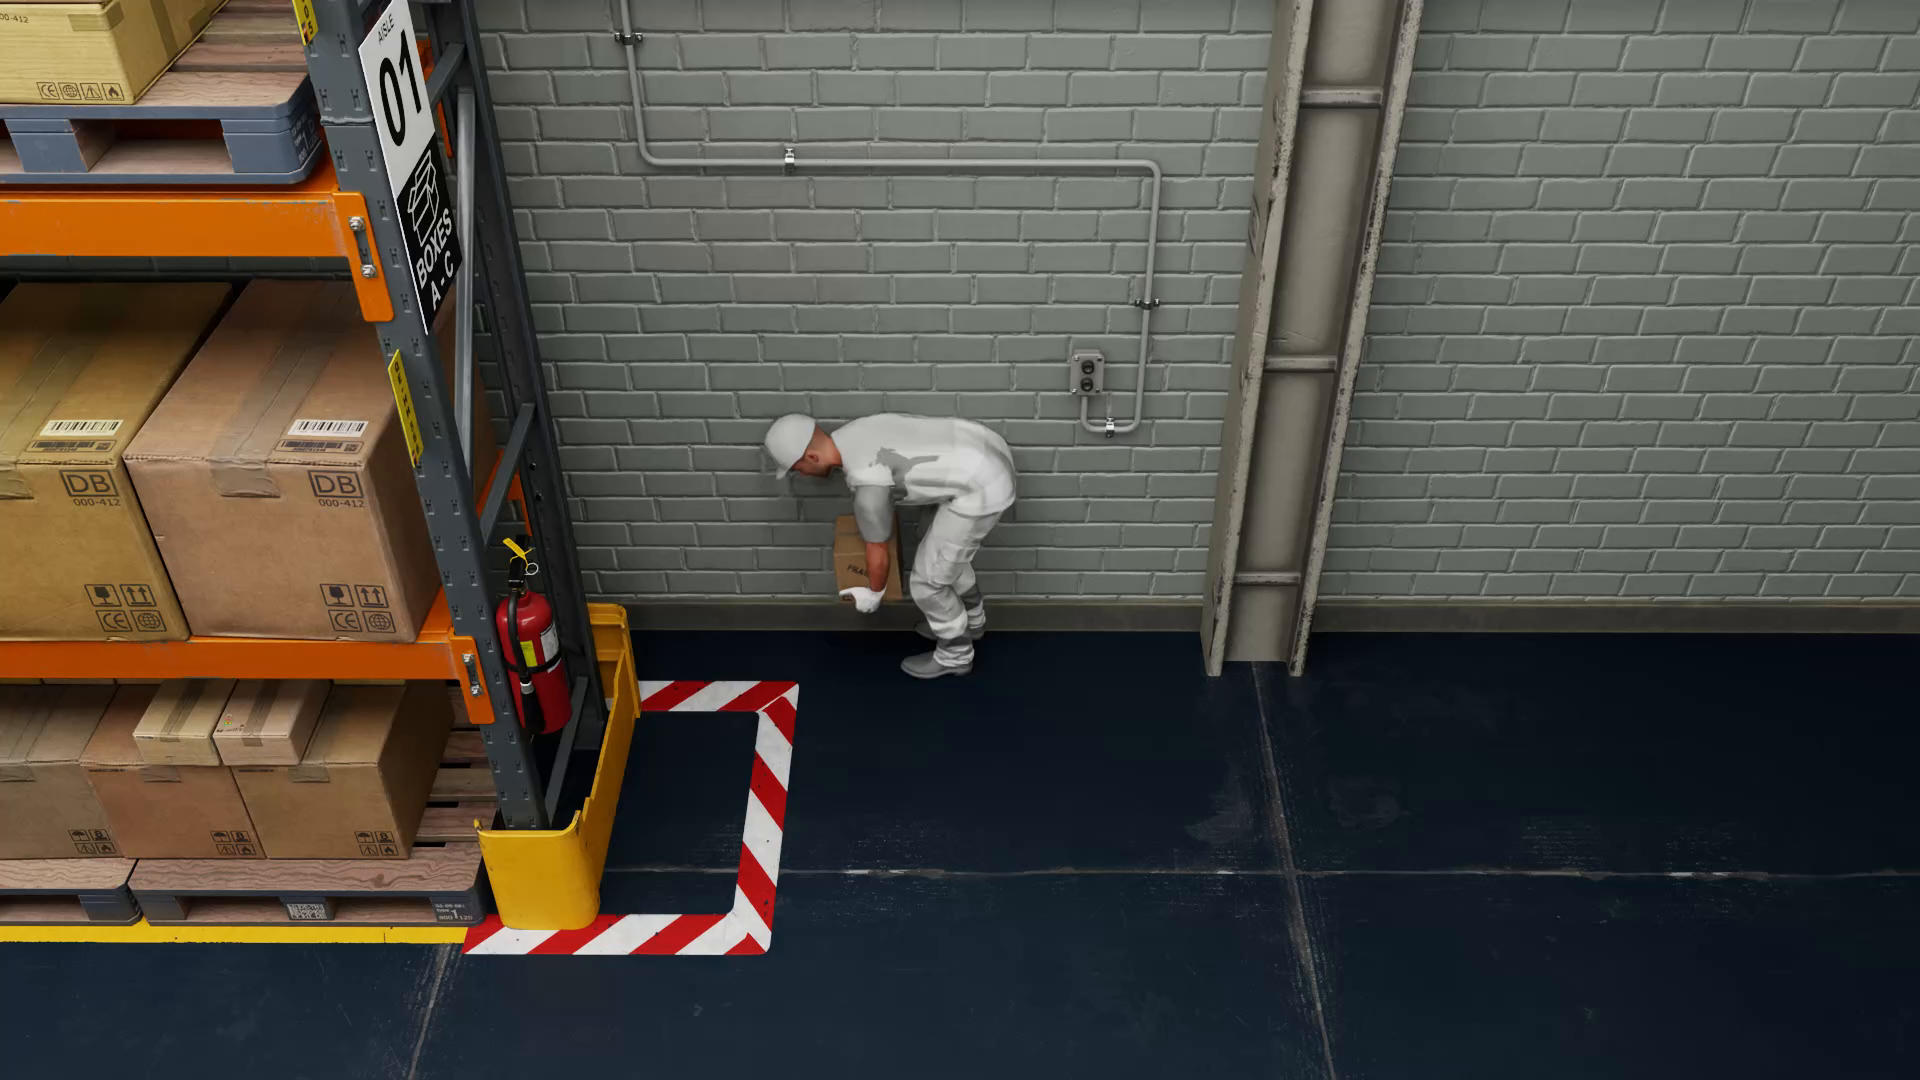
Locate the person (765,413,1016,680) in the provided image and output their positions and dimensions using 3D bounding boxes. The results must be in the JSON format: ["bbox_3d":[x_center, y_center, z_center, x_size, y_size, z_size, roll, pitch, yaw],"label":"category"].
[{"bbox_3d":[-0.258,0.002,6.586,0.950,1.213,0.485,-1,39,-1],"label":"person"}]
